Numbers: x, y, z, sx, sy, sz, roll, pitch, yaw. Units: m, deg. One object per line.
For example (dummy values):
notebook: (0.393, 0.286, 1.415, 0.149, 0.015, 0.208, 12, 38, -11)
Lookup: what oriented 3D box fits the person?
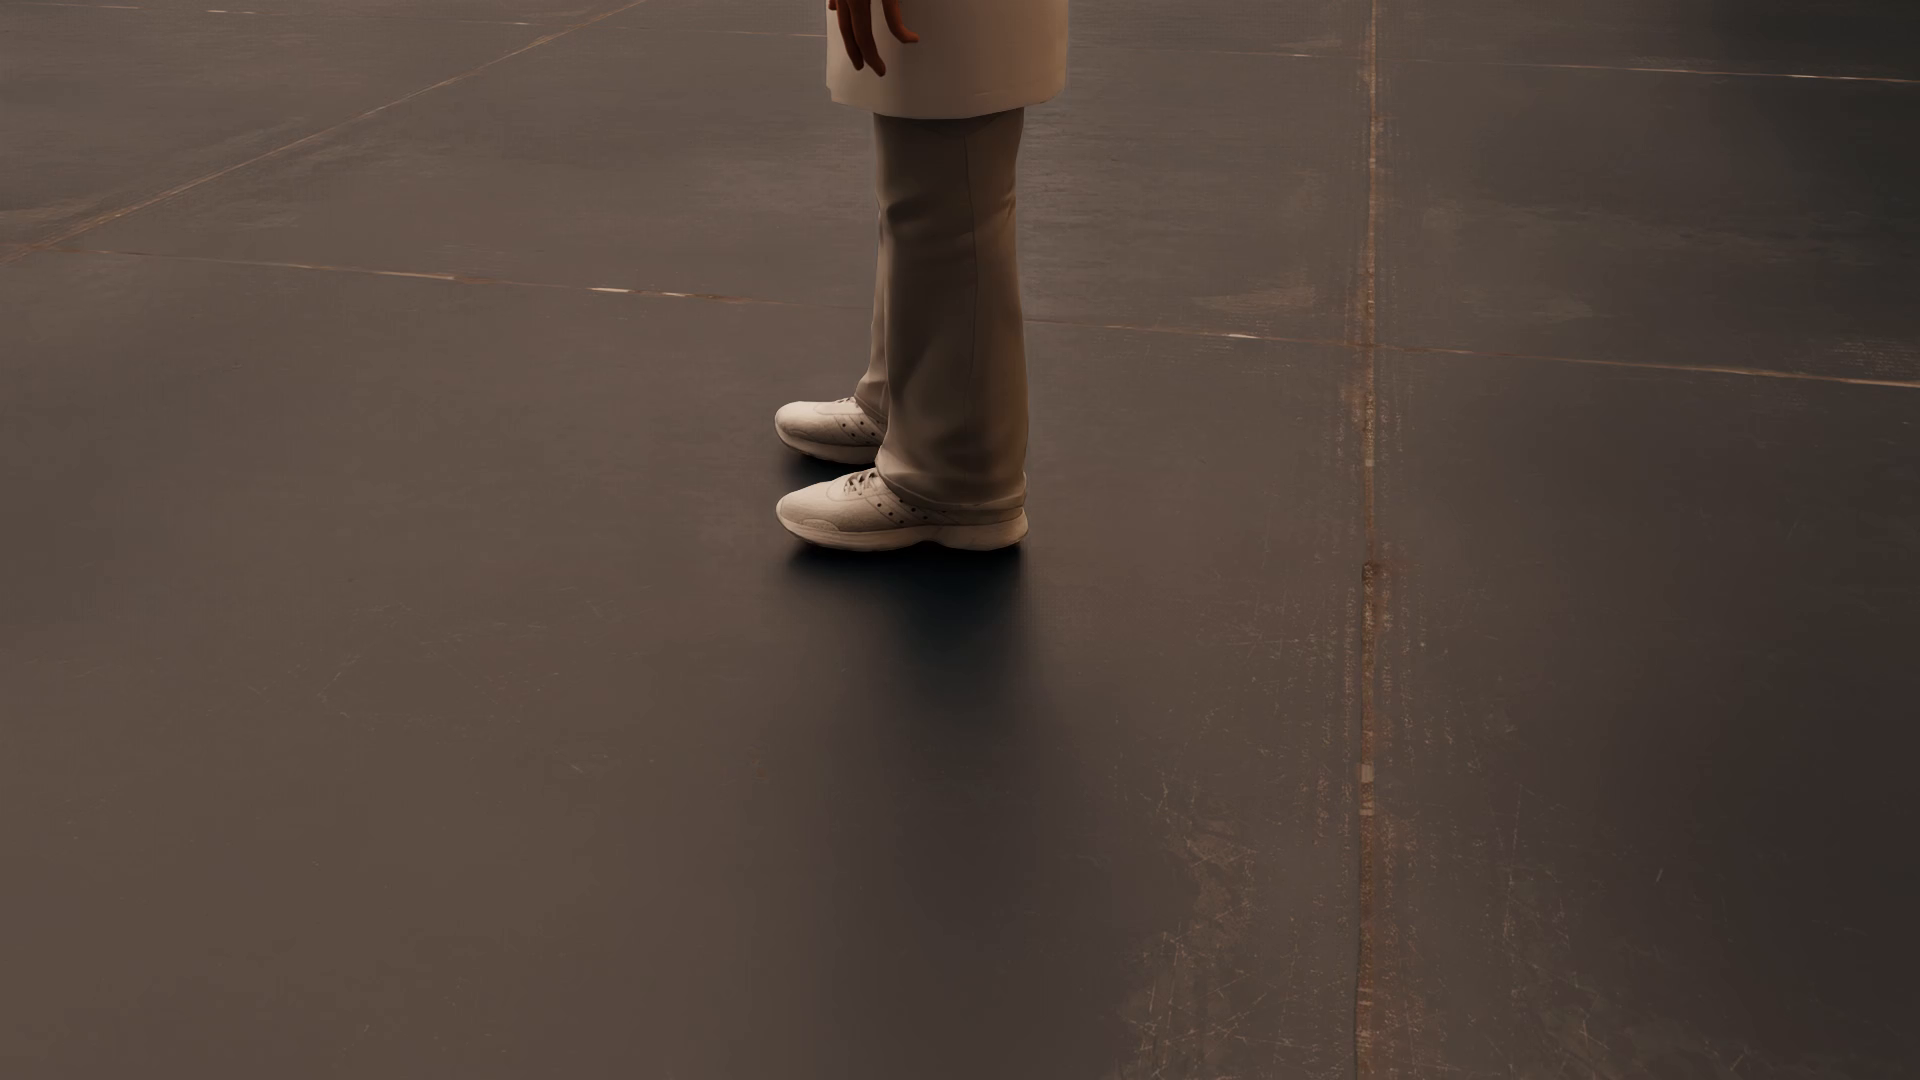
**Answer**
person: (-0.087, -0.811, 2.118, 0.581, 1.776, 0.696, 6, 27, 11)
